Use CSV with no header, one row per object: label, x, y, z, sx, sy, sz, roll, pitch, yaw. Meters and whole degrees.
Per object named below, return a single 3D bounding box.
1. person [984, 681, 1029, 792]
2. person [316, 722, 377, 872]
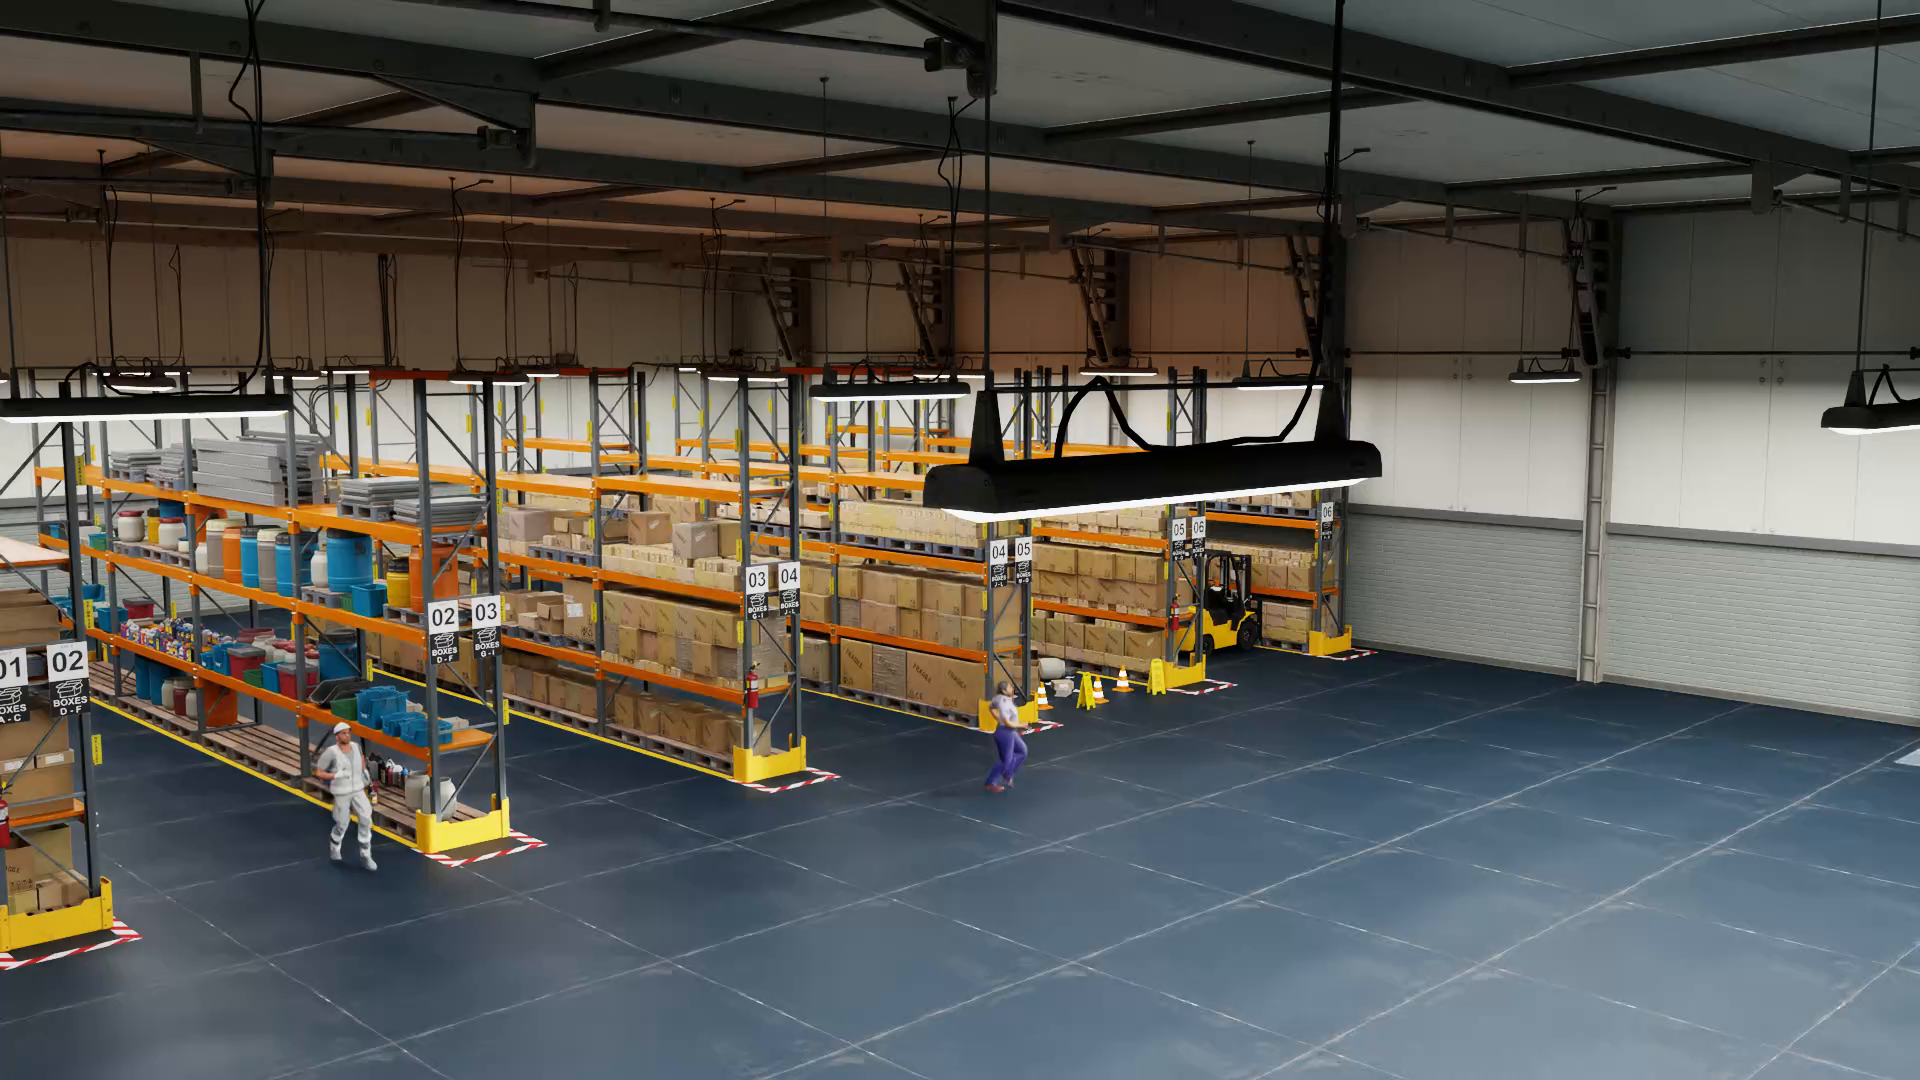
person,0.670,2.832,24.023,0.653,1.626,0.614,0,6,-1
person,-7.525,3.130,20.413,0.840,1.810,0.722,6,9,41
